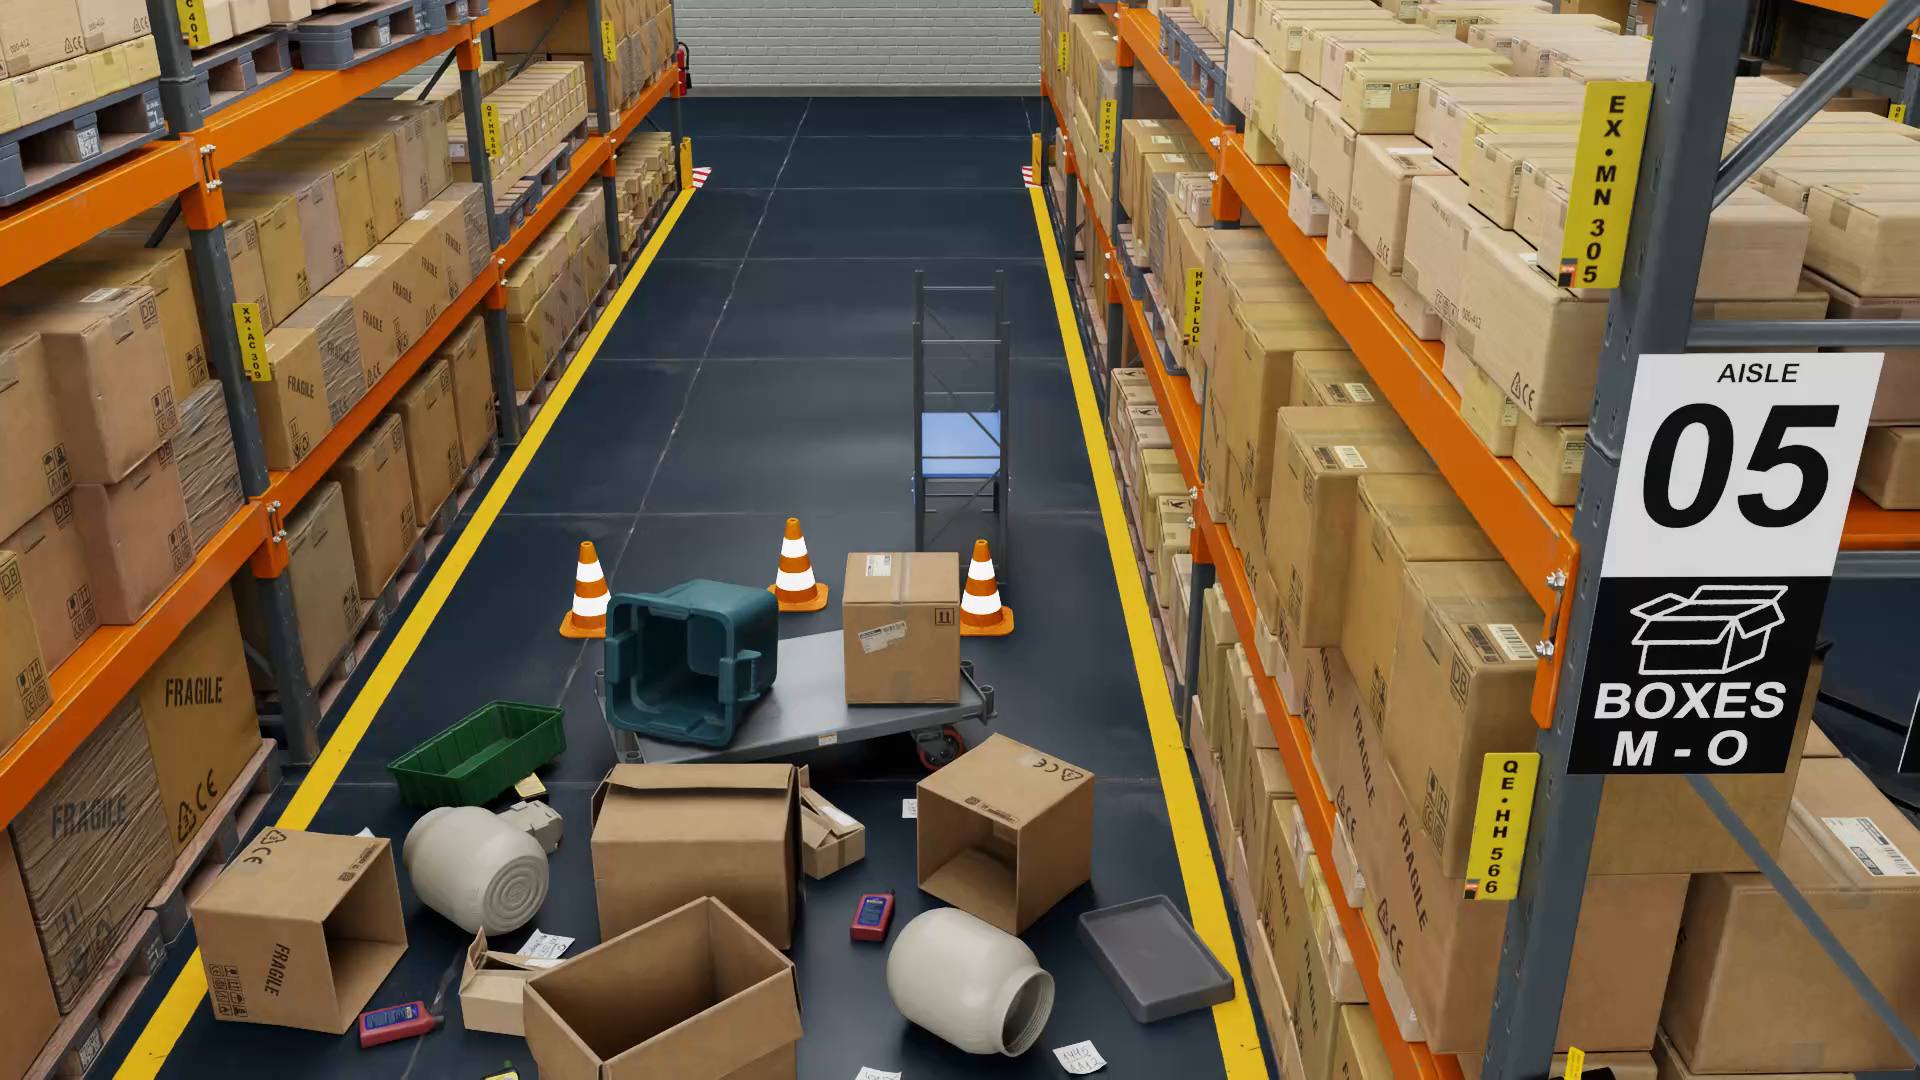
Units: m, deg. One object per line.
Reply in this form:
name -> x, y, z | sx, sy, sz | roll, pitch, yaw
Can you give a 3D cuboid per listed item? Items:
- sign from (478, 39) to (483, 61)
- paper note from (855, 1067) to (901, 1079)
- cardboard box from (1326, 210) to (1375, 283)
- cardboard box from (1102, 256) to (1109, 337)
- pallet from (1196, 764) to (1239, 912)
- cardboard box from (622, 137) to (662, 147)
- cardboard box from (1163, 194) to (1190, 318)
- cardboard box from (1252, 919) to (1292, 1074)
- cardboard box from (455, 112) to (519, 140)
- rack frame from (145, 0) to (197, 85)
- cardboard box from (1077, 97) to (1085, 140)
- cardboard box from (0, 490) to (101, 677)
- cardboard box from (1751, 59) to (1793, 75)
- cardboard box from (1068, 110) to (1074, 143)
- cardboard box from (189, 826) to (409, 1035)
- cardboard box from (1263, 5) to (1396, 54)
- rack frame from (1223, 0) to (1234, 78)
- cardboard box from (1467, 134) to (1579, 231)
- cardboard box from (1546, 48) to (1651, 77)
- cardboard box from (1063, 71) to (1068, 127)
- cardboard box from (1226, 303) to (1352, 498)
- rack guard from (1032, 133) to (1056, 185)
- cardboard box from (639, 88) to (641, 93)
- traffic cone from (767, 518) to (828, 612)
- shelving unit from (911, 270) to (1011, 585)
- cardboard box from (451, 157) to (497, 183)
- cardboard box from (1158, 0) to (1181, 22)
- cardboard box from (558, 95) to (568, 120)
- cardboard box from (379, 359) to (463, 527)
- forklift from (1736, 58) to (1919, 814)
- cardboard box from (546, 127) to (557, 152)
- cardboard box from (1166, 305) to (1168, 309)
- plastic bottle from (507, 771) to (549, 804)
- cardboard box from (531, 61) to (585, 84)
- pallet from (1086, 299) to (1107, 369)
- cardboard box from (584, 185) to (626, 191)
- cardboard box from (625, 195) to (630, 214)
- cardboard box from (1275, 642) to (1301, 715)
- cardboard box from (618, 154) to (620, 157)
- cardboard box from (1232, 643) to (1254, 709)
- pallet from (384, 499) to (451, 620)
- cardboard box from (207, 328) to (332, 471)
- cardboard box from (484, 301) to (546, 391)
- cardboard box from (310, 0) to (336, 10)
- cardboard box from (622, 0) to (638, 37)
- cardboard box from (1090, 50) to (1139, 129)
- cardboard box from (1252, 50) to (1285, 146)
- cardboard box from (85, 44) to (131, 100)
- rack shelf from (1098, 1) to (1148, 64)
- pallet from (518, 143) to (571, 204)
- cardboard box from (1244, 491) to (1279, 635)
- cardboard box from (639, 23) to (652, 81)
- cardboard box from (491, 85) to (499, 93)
sign -> -4.051, -4.051, 14.017 | 0.100, 0.325, 0.005 | 0, 24, -1
paper note -> -0.289, 1.845, 5.647 | 0.148, 0.019, 0.142 | 8, 26, 18
cardboard box -> 1.227, -0.812, 4.571 | 0.380, 0.149, 0.250 | -1, 24, -1
cardboard box -> 1.554, -1.954, 12.499 | 0.875, 0.875, 0.875 | 0, 24, 0
pallet -> 1.570, 1.117, 7.024 | 1.003, 0.211, 1.213 | 0, 24, -1
cardboard box -> -3.347, -4.153, 17.521 | 0.380, 0.149, 0.250 | 0, 24, 0
cardboard box -> 1.287, -1.409, 8.233 | 0.500, 0.500, 0.500 | 1, 24, 1
cardboard box -> 1.285, 1.519, 5.579 | 0.500, 0.250, 0.500 | -1, 24, -2
cardboard box -> -3.282, -2.874, 11.539 | 0.380, 0.149, 0.250 | -1, 24, -3
rack frame -> -3.421, -3.099, 5.683 | 1.000, 3.000, 0.127 | 0, 24, -1
cardboard box -> 1.176, -3.280, 12.939 | 0.500, 0.250, 0.500 | 0, 24, 0
cardboard box -> -3.488, 0.167, 5.558 | 0.875, 0.550, 0.550 | 0, 24, -1
cardboard box -> 6.191, -3.573, 13.380 | 0.700, 0.500, 0.500 | 0, 24, 0
cardboard box -> 1.181, -3.476, 13.977 | 0.500, 0.250, 0.500 | -1, 24, -2
cardboard box -> -2.378, 1.407, 6.030 | 0.500, 0.500, 0.500 | 4, 25, 9
cardboard box -> 1.231, -1.698, 5.562 | 0.380, 0.149, 0.250 | -1, 24, -2
rack frame -> 1.528, -3.163, 5.824 | 1.000, 3.000, 0.127 | 0, 24, -1
cardboard box -> 1.287, -0.747, 3.458 | 0.380, 0.149, 0.250 | -1, 24, -1
cardboard box -> 1.862, -1.277, 4.632 | 0.380, 0.149, 0.250 | 0, 24, 0
cardboard box -> 1.180, -3.962, 14.749 | 0.500, 0.500, 0.500 | 0, 24, 0
cardboard box -> 1.278, -0.467, 5.446 | 0.700, 0.500, 0.500 | -1, 24, -2
rack guard -> 1.397, -4.246, 18.531 | 1.175, 0.500, 0.348 | 0, 24, -1
cardboard box -> -3.320, -4.423, 16.194 | 0.380, 0.149, 0.250 | 0, 24, 0
traffic cone -> -0.889, 0.106, 8.953 | 0.336, 0.463, 0.334 | 0, 24, -1
shelving unit -> 0.001, -0.648, 9.363 | 0.538, 1.500, 1.048 | 0, 24, -1
cardboard box -> -3.269, -2.427, 10.910 | 0.380, 0.149, 0.250 | 1, 24, 2
cardboard box -> 1.485, -3.100, 9.202 | 0.700, 0.500, 0.500 | 0, 24, -1
cardboard box -> -3.295, -3.388, 13.036 | 0.380, 0.149, 0.250 | -1, 24, -2
cardboard box -> -3.535, -0.569, 9.588 | 1.050, 0.750, 0.750 | 0, 24, 0
forklift -> 3.408, -0.563, 7.439 | 1.130, 2.935, 3.031 | -17, 29, -33
cardboard box -> -3.288, -3.040, 12.626 | 0.380, 0.149, 0.250 | 1, 24, 2
cardboard box -> 1.249, -1.138, 8.421 | 0.380, 0.149, 0.250 | 0, 24, -1
plastic bottle -> -1.909, 1.080, 7.288 | 0.133, 0.061, 0.283 | -14, 28, -28
cardboard box -> -3.309, -3.846, 13.687 | 0.380, 0.149, 0.250 | 1, 24, 2
pallet -> 1.541, -1.634, 13.107 | 1.003, 0.211, 1.213 | 0, 24, -1
cardboard box -> -3.300, -3.187, 15.384 | 0.380, 0.149, 0.250 | -1, 24, -1
cardboard box -> -3.323, -3.157, 15.678 | 0.380, 0.149, 0.250 | -1, 24, -3
cardboard box -> 1.246, 0.447, 5.427 | 0.380, 0.149, 0.250 | 0, 24, -1
cardboard box -> -3.803, -4.122, 17.812 | 0.380, 0.149, 0.250 | 1, 24, 2
cardboard box -> 1.213, 0.502, 6.129 | 0.380, 0.149, 0.250 | 1, 24, 1
pallet -> -3.521, 0.083, 9.310 | 1.003, 0.211, 1.213 | 0, 24, -1
cardboard box -> -3.157, -0.629, 7.380 | 0.500, 0.500, 0.500 | 0, 24, 0
cardboard box -> -3.217, -1.359, 11.639 | 0.500, 0.500, 0.500 | -1, 24, -3
cardboard box -> -3.229, -2.680, 7.929 | 0.396, 0.266, 0.258 | 0, 24, -1
cardboard box -> -3.265, -4.907, 15.265 | 0.500, 0.500, 0.500 | 0, 24, 0
cardboard box -> 1.204, -3.207, 11.867 | 0.500, 0.500, 0.500 | 0, 24, -1
cardboard box -> 1.274, -1.469, 5.539 | 0.500, 0.250, 0.500 | 0, 24, -1
cardboard box -> -3.094, -1.603, 5.687 | 0.380, 0.149, 0.250 | 0, 24, 0
rack shelf -> 1.462, -3.941, 12.057 | 1.077, 0.370, 4.000 | 0, 24, -1
pallet -> -3.527, -2.742, 12.406 | 1.003, 0.211, 1.213 | 0, 24, -1
cardboard box -> 1.275, -0.015, 5.660 | 0.500, 0.500, 0.500 | 0, 24, -1
cardboard box -> -3.279, -4.681, 15.978 | 0.500, 0.500, 0.500 | 1, 24, 2
cardboard box -> -3.959, -3.604, 13.512 | 0.380, 0.149, 0.250 | -1, 24, -2
